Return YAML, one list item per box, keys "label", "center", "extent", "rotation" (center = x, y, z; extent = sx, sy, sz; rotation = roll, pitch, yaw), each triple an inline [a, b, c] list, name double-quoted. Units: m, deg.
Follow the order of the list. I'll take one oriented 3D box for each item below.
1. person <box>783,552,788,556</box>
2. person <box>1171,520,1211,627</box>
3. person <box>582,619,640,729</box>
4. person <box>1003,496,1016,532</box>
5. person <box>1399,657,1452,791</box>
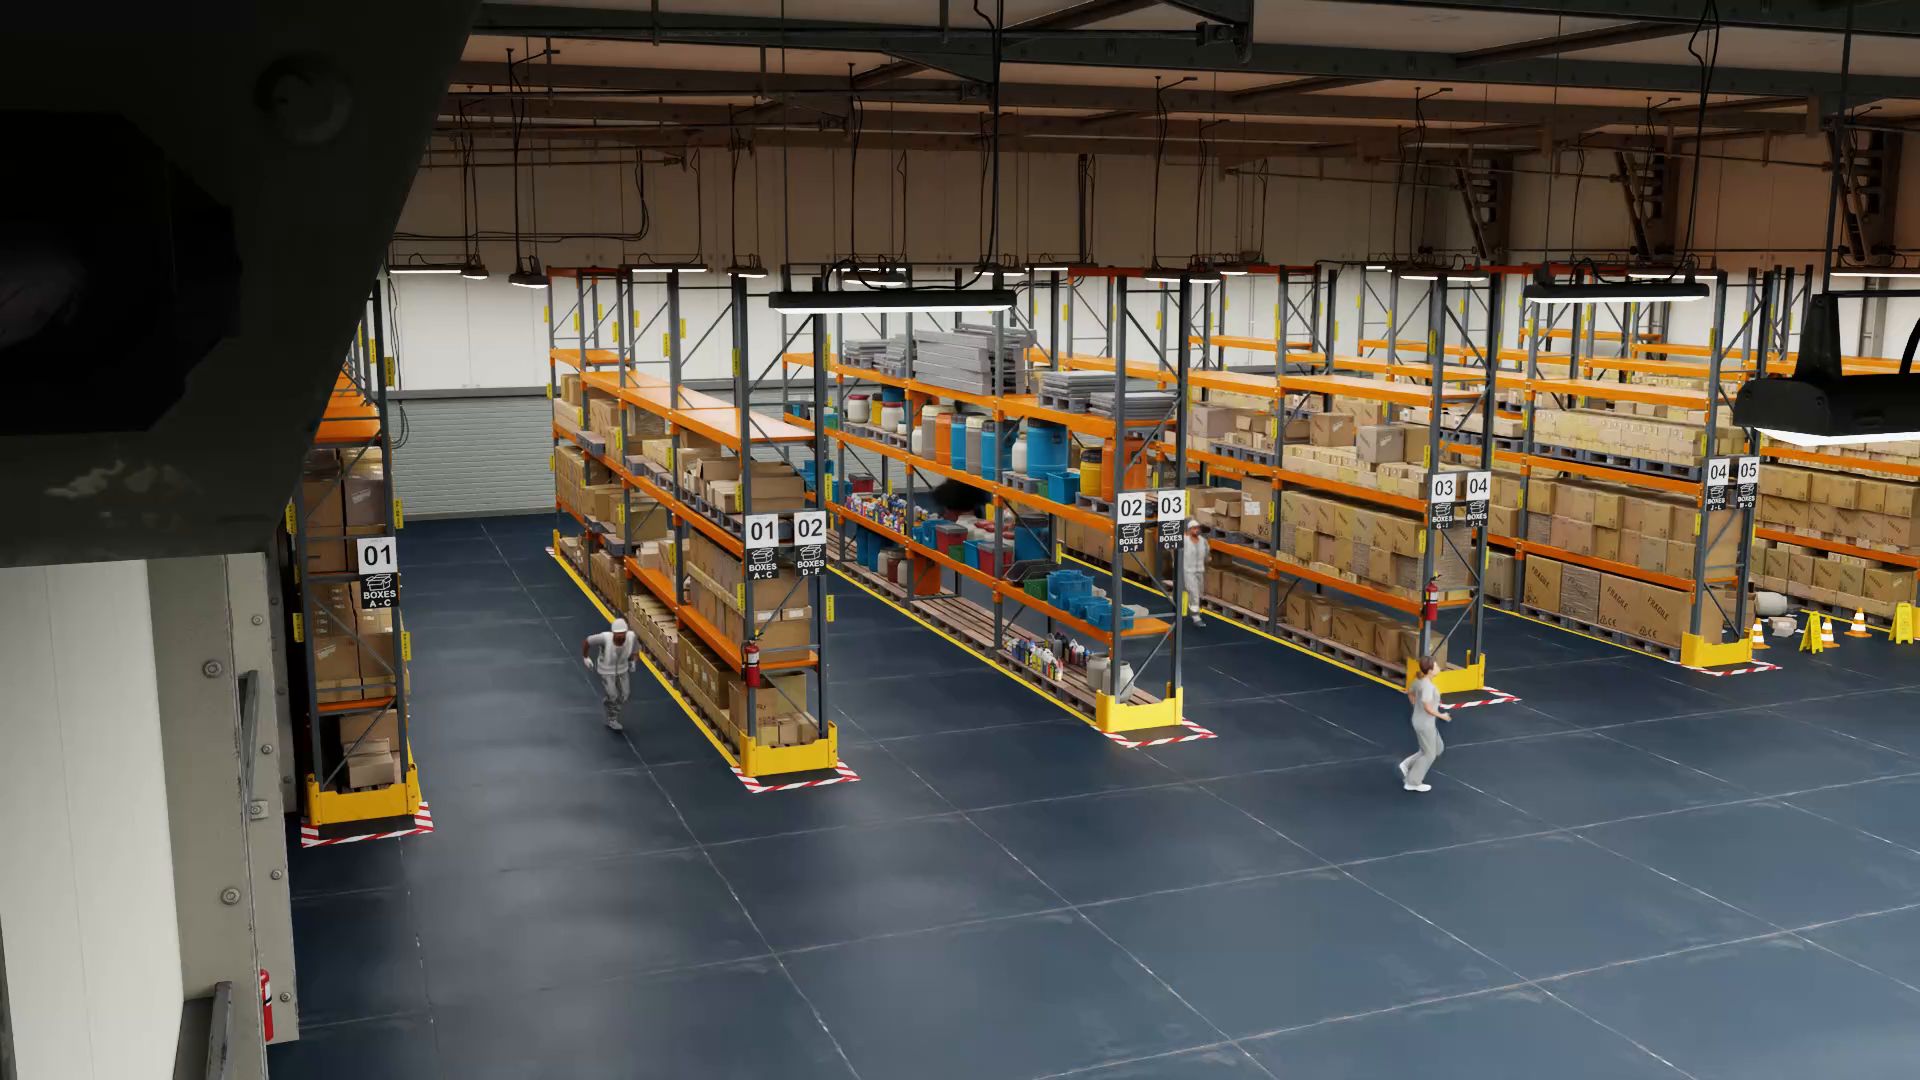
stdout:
- label: "person"
  center: [-3.513, -0.003, 31.963]
  extent: [0.558, 1.590, 0.868]
  rotation: [-4, 11, -20]
- label: "person"
  center: [3.898, 0.535, 27.910]
  extent: [0.660, 1.765, 0.873]
  rotation: [-4, 11, -22]
- label: "person"
  center: [-4.573, 1.776, 21.899]
  extent: [0.716, 1.591, 0.823]
  rotation: [-5, 11, -29]
- label: "person"
  center: [0.875, -0.079, 31.673]
  extent: [0.509, 1.540, 0.663]
  rotation: [-5, 11, -29]
- label: "person"
  center: [5.471, 2.165, 19.525]
  extent: [0.553, 1.631, 0.567]
  rotation: [1, 10, 6]
